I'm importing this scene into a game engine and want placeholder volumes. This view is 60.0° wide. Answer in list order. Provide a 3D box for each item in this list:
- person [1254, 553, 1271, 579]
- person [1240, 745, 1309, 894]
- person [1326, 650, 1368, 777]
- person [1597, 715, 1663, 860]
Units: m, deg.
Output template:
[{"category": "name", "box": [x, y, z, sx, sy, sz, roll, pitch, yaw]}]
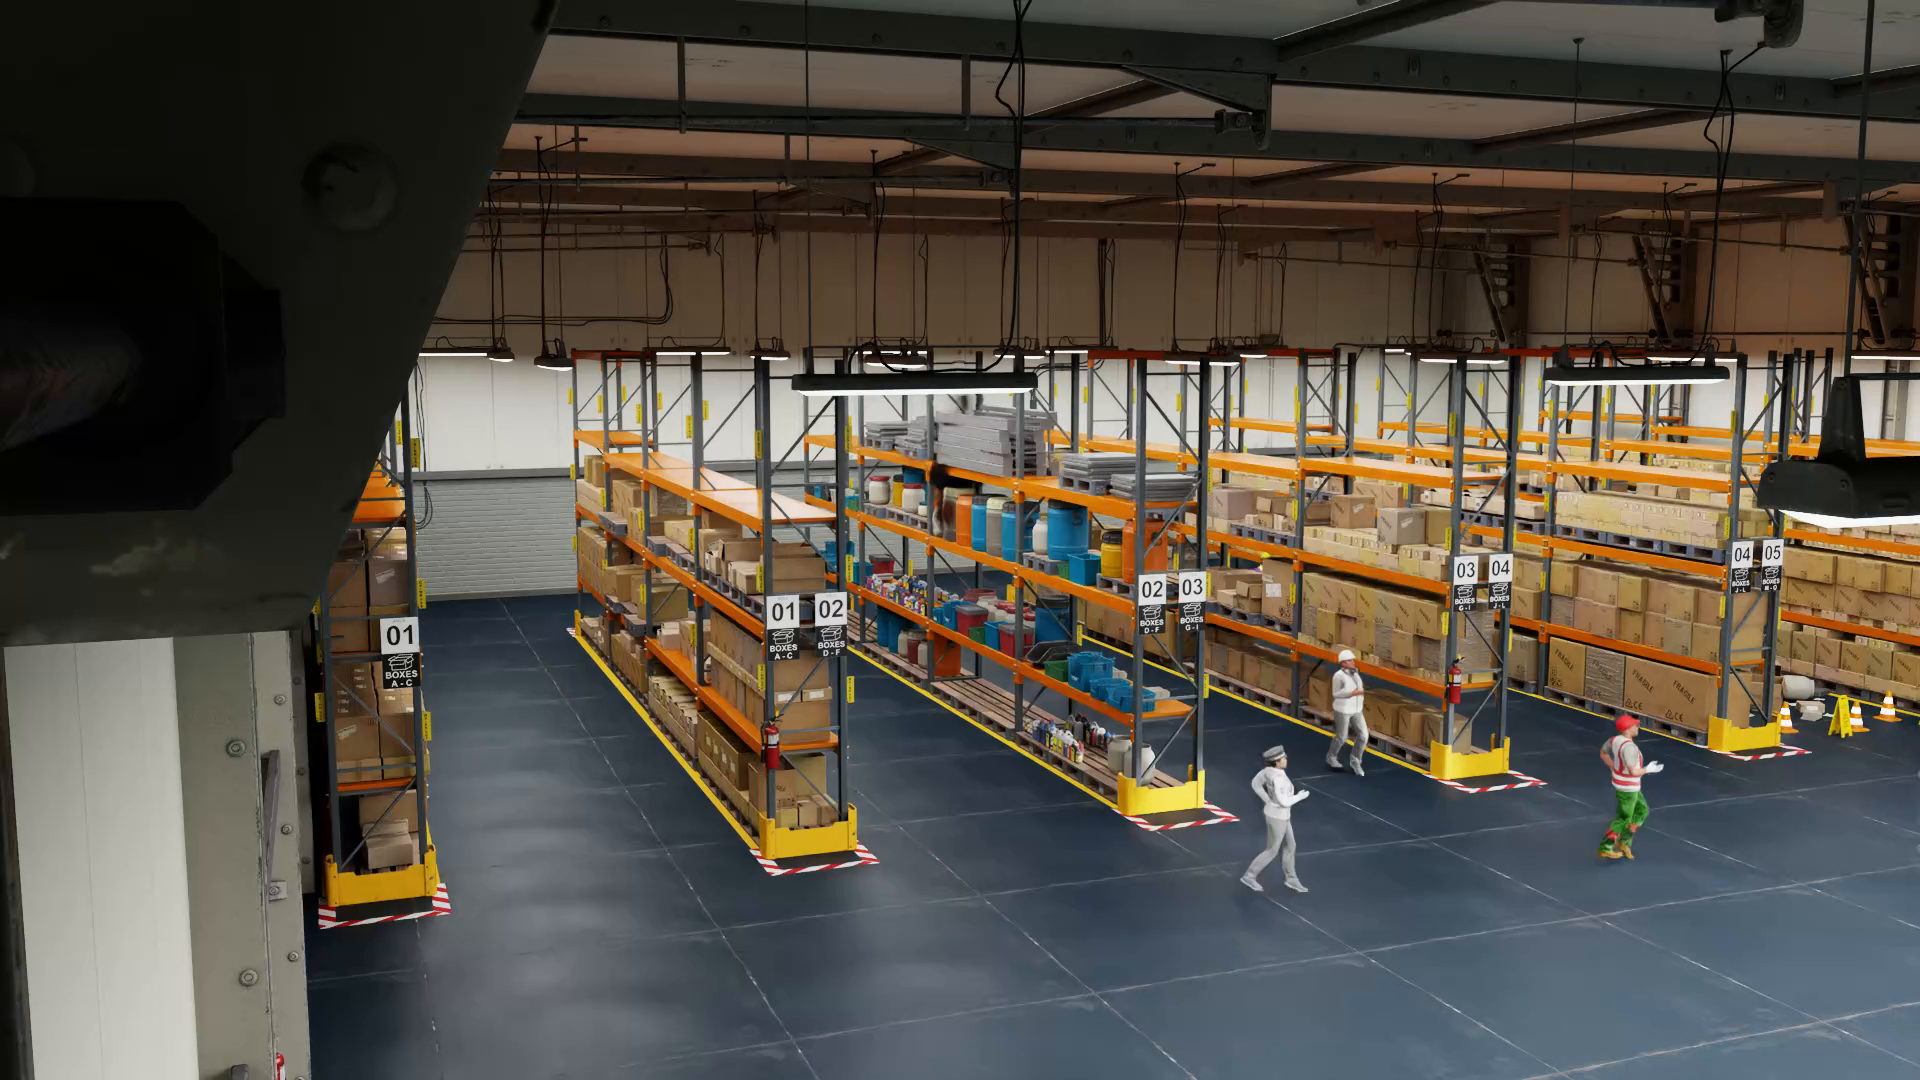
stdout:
[{"category": "person", "box": [6.476, 1.128, 35.048, 0.712, 1.727, 0.815, -3, 8, -20]}, {"category": "person", "box": [3.559, 3.155, 18.726, 0.785, 1.730, 0.600, 0, 7, 2]}, {"category": "person", "box": [5.590, 2.490, 23.926, 0.638, 1.828, 0.719, -4, 8, -30]}, {"category": "person", "box": [8.016, 2.983, 19.909, 0.681, 1.809, 0.635, 1, 7, 11]}]
